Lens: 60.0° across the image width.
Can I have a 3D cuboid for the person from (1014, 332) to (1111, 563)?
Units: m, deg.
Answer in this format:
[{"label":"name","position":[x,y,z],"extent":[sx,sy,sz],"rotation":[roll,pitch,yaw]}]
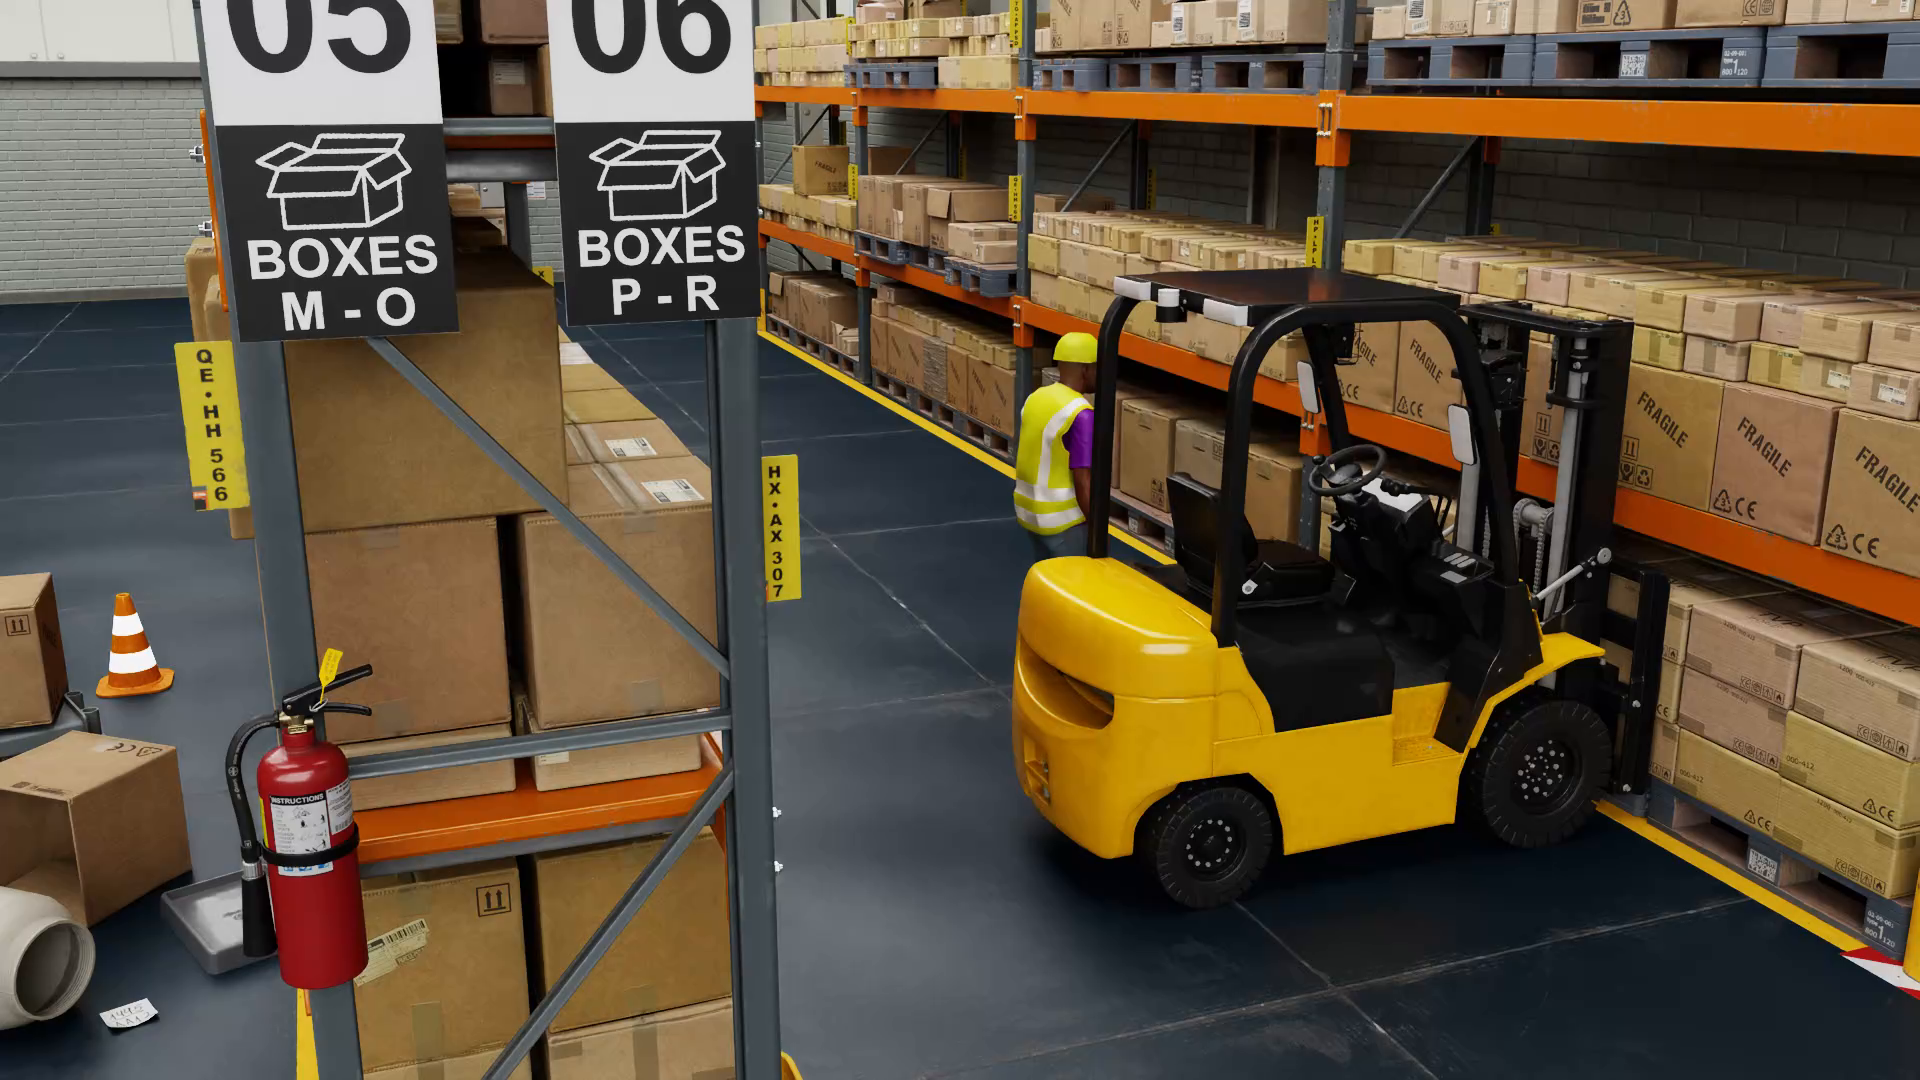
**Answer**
[{"label":"person","position":[0.503,-0.098,7.845],"extent":[0.457,1.760,0.635],"rotation":[-7,17,-23]}]
